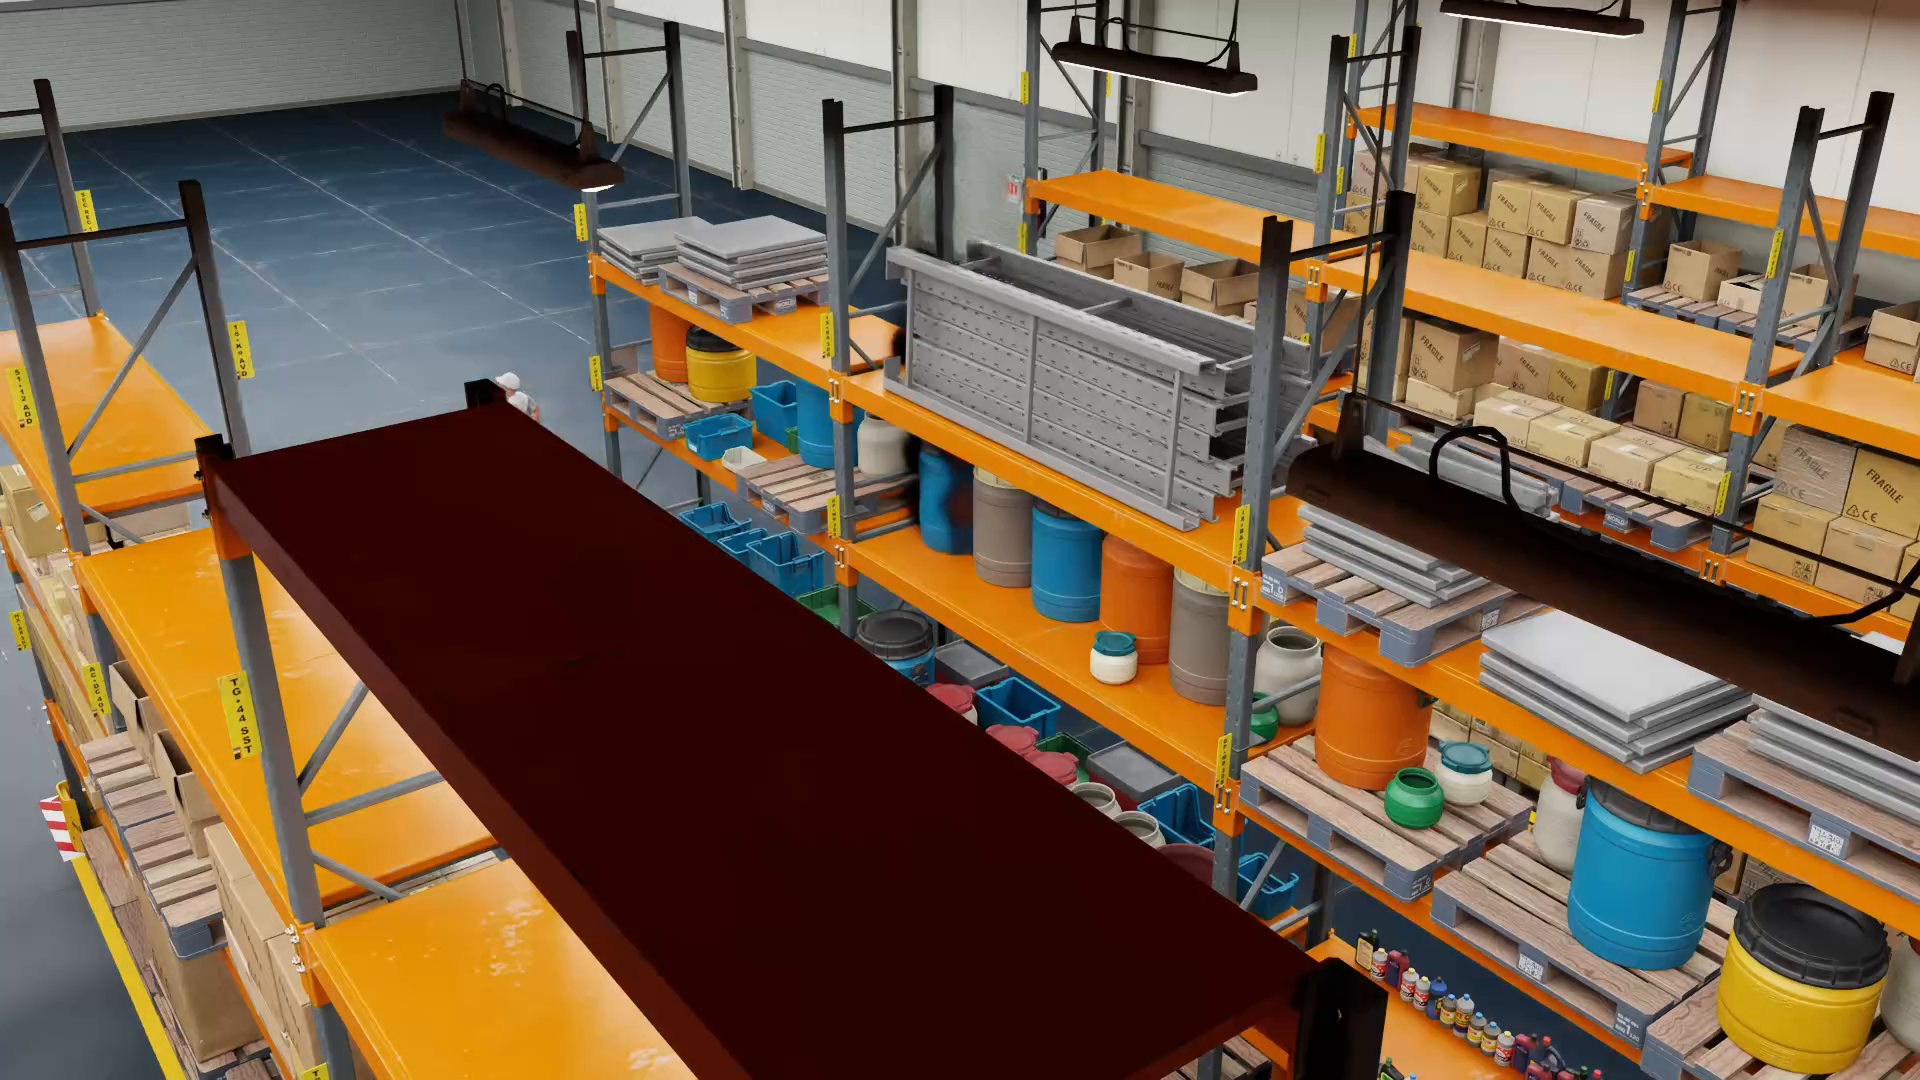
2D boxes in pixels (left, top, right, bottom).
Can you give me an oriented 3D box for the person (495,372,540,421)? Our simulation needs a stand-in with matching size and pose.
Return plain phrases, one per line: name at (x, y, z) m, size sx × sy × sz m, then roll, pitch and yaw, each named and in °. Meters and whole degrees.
person at (-5.069, -1.059, 19.150) m, size 0.916 × 1.794 × 0.639 m, roll -2°, pitch 25°, yaw -4°
